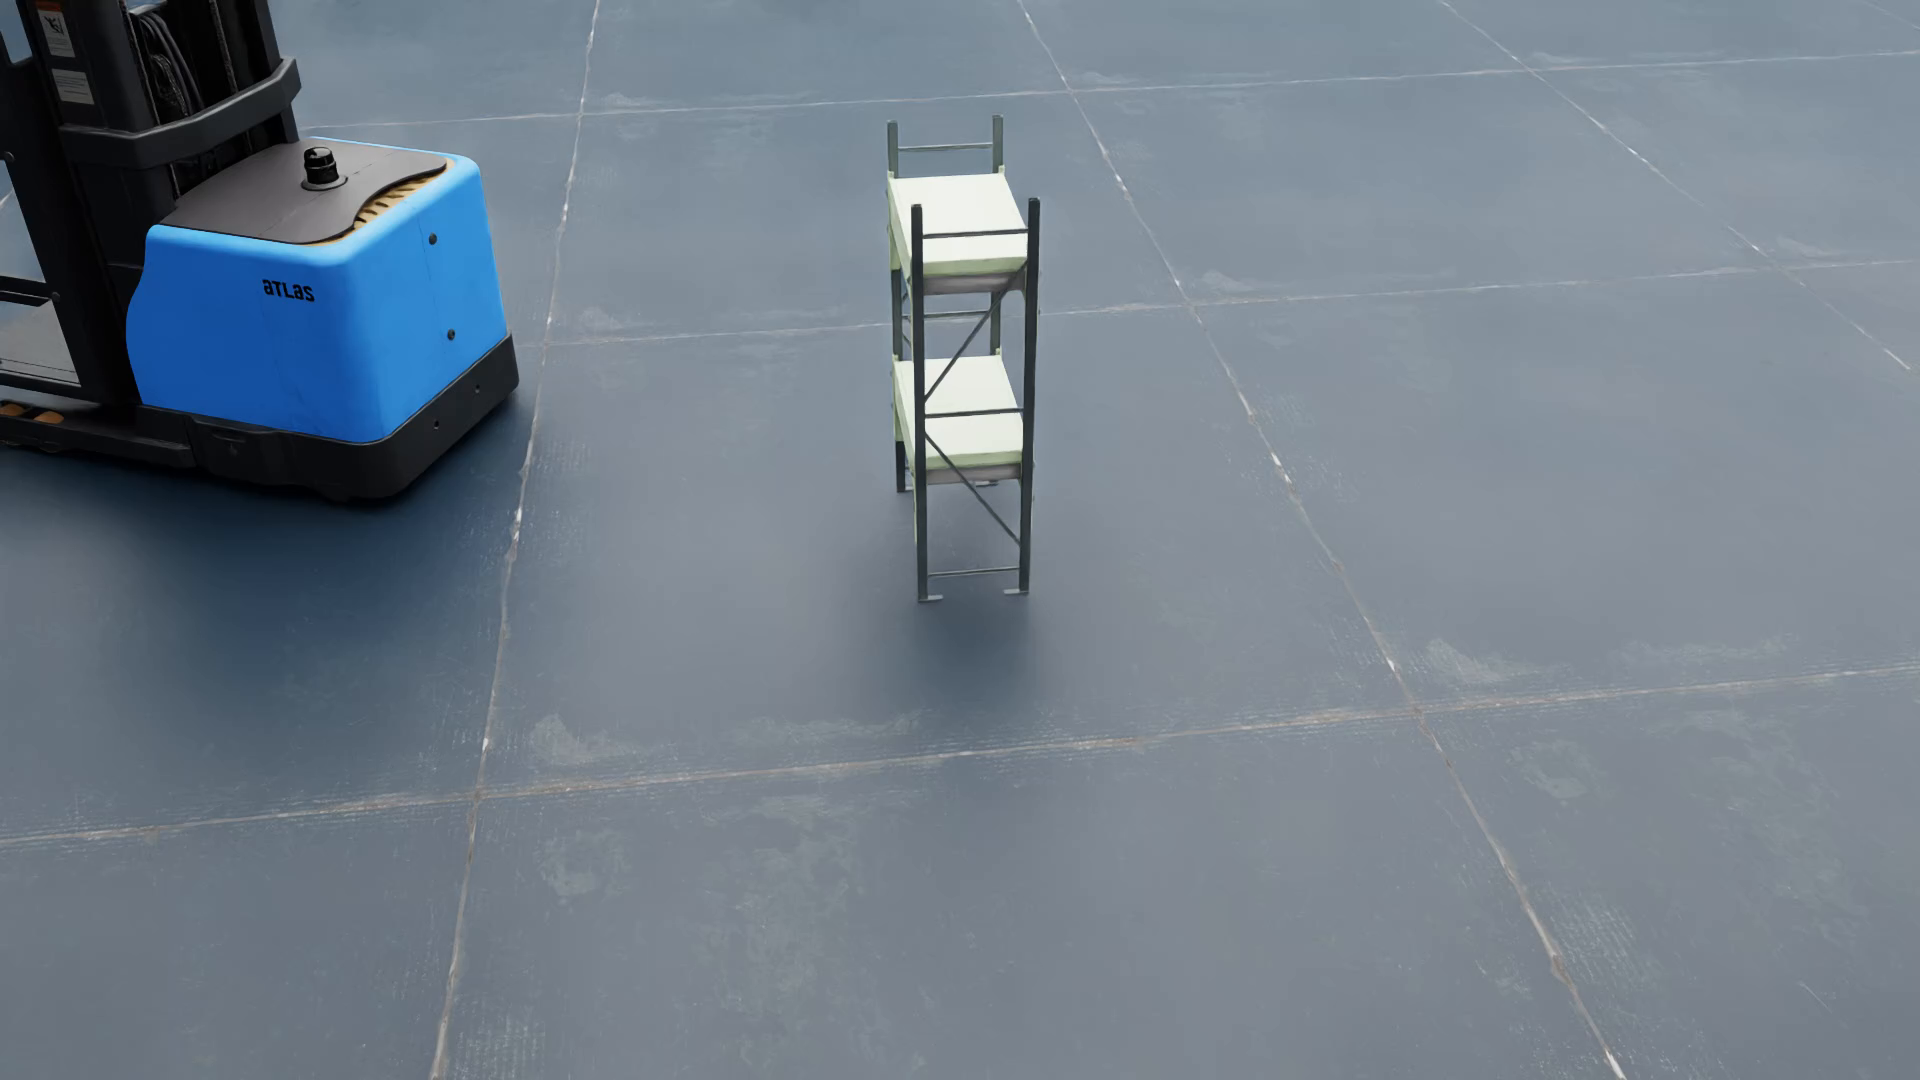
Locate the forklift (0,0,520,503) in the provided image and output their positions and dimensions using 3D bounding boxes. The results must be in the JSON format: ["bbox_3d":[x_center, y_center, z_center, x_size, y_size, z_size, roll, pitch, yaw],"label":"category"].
[{"bbox_3d":[-3.457,-1.835,6.341,3.031,2.935,1.130,10,36,15],"label":"forklift"}]

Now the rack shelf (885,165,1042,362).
[{"bbox_3d":[-0.001,-0.946,5.613,0.431,0.370,0.720,-4,35,-6],"label":"rack shelf"}]

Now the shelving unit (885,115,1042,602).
[{"bbox_3d":[-0.001,-0.623,5.833,0.431,1.500,0.755,-4,35,-6],"label":"shelving unit"}]

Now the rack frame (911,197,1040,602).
[{"bbox_3d":[0.048,-0.419,5.533,0.400,1.500,0.023,-4,35,-6],"label":"rack frame"}]

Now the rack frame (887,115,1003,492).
[{"bbox_3d":[-0.050,-0.828,6.133,0.400,1.500,0.023,-4,35,-6],"label":"rack frame"}]

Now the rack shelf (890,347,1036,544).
[{"bbox_3d":[-0.001,-0.354,6.017,0.431,0.370,0.720,-4,35,-6],"label":"rack shelf"}]
